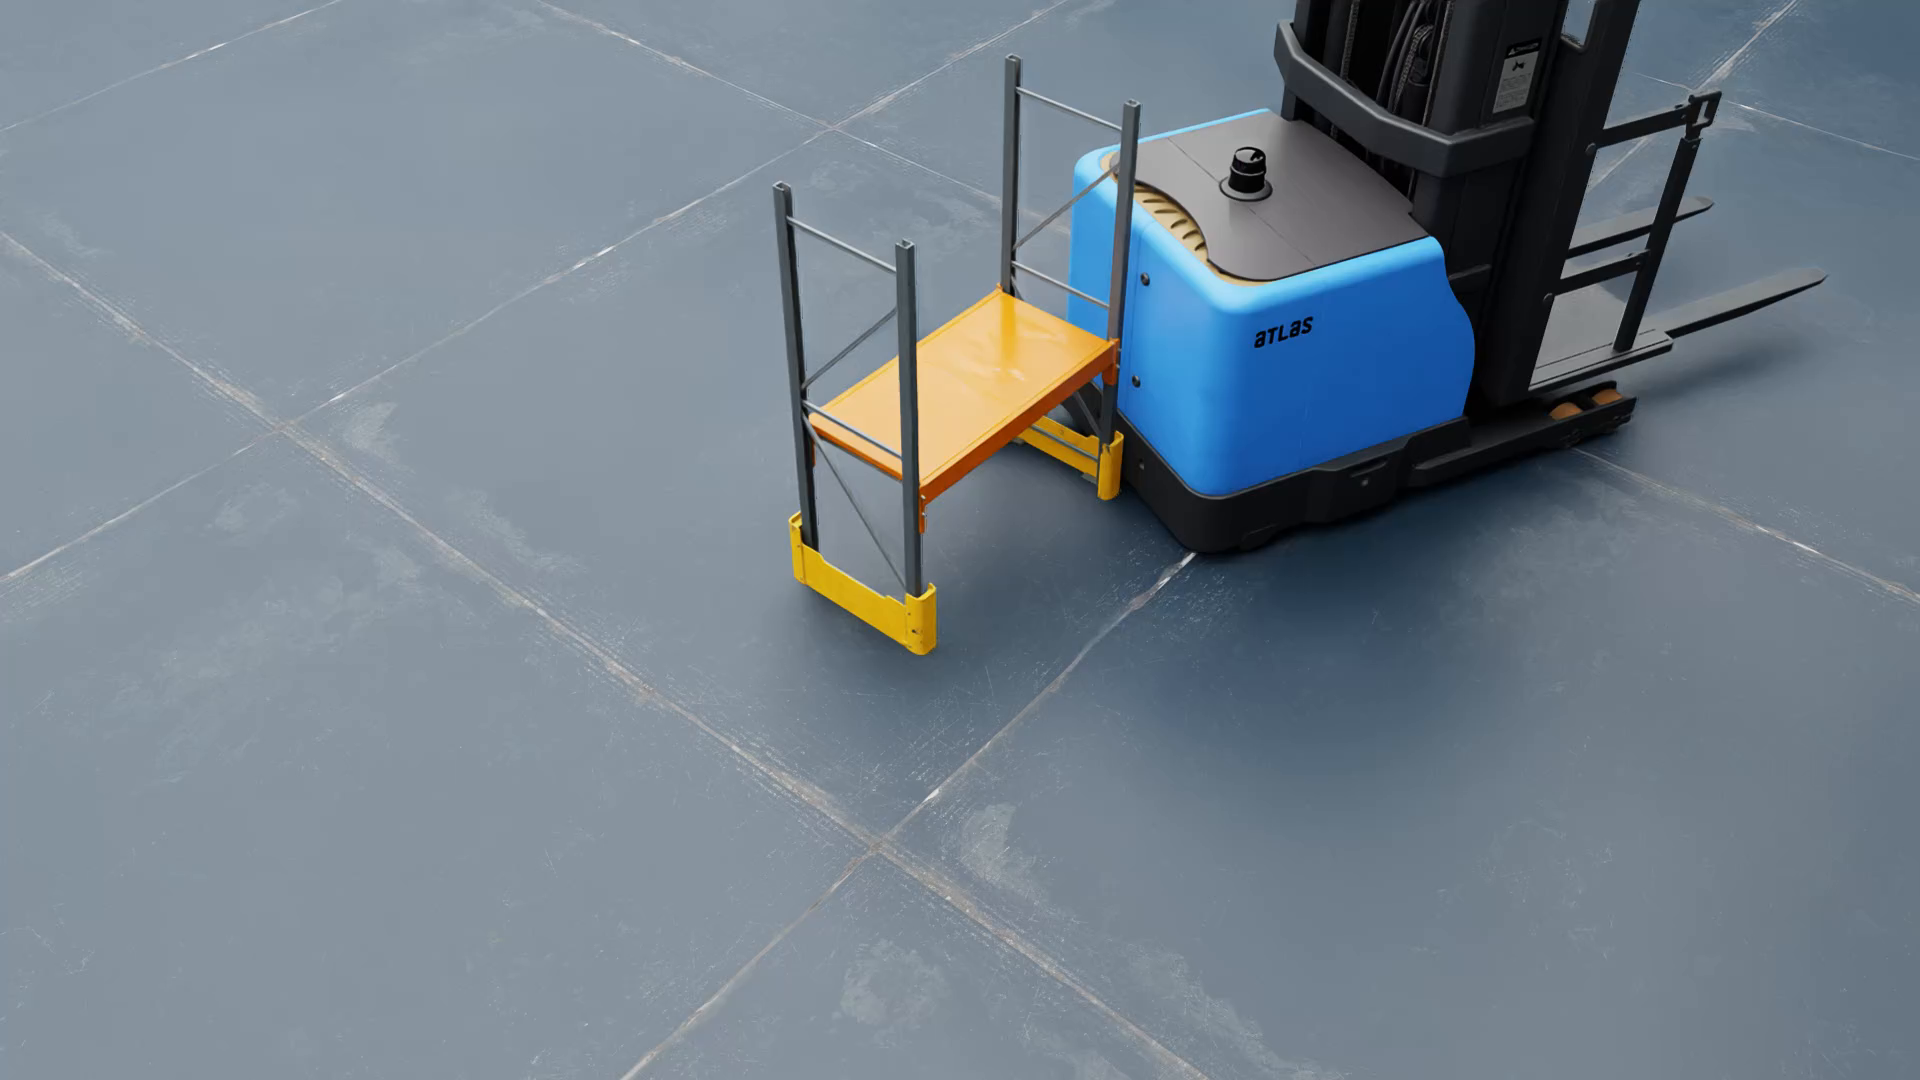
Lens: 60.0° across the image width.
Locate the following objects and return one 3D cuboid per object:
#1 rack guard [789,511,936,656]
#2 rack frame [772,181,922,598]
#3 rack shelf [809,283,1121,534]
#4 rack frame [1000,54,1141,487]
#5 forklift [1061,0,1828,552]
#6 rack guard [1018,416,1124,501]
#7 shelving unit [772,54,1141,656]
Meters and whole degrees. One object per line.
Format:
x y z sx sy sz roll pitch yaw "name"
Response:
-0.318 0.136 5.415 0.587 0.250 0.087 30 50 29 "rack guard"
-0.319 -0.326 4.994 0.500 1.500 0.032 30 50 29 "rack frame"
0.010 -0.453 5.401 0.538 0.185 1.000 30 50 29 "rack shelf"
0.339 -0.847 5.567 0.500 1.500 0.032 30 50 29 "rack frame"
1.924 -1.725 5.469 3.031 2.935 1.130 -18 45 -19 "forklift"
0.327 -0.375 5.976 0.587 0.250 0.087 30 50 29 "rack guard"
0.004 -0.582 5.275 0.587 1.500 1.083 30 50 29 "shelving unit"
